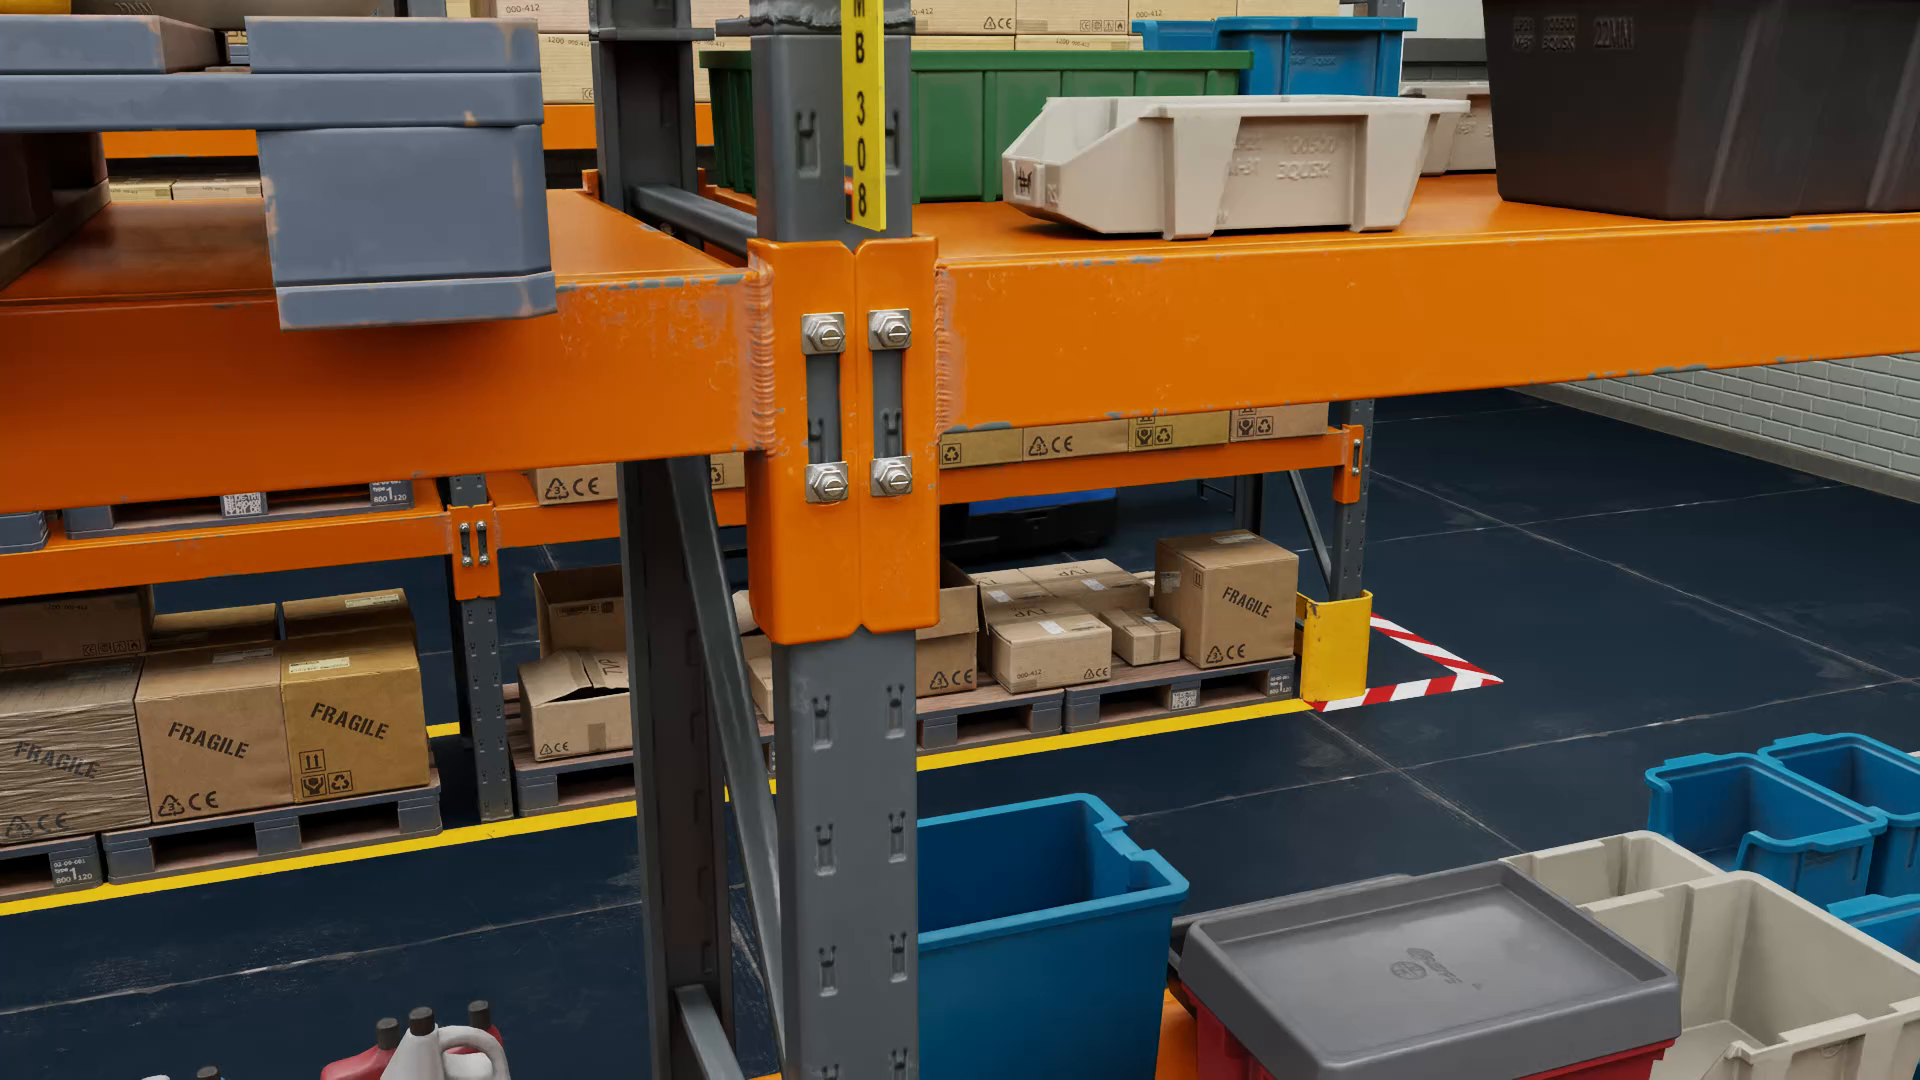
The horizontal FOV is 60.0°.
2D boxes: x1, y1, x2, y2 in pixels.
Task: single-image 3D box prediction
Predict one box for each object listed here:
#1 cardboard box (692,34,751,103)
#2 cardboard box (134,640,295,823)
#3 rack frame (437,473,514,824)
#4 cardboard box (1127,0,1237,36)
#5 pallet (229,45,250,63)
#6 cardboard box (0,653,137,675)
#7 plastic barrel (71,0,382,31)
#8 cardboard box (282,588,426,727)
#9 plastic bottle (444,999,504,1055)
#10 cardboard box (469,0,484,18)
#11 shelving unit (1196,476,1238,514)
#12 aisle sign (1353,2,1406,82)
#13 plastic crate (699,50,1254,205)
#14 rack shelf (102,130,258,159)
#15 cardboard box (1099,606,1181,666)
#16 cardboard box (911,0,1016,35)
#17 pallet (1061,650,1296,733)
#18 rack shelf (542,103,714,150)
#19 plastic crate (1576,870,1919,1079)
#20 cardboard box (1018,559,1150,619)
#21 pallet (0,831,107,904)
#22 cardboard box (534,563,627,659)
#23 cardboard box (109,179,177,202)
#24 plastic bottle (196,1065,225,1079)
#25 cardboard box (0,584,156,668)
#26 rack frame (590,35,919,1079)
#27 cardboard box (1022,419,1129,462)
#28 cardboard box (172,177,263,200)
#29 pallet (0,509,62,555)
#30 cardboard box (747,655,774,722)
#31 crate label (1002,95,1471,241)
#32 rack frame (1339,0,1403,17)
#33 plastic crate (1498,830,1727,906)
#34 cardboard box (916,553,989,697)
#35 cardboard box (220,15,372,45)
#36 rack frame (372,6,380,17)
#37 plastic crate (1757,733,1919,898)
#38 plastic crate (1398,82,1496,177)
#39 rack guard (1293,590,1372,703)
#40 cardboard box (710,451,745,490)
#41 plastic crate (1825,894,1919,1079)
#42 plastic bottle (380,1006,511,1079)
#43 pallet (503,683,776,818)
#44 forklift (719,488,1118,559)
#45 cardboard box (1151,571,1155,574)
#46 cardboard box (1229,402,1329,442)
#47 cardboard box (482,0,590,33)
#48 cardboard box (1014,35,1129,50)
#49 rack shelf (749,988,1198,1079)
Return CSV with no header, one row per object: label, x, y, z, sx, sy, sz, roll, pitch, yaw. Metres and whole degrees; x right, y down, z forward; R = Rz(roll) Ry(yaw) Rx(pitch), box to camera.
cardboard box,-1.035,-1.832,6.455,0.500,0.250,0.500,-6,17,-20
cardboard box,-2.869,0.730,6.445,0.500,0.500,0.500,-6,17,-20
rack frame,-2.046,-0.431,6.743,0.127,3.000,1.000,-6,17,-20
cardboard box,0.834,-2.272,7.068,0.500,0.250,0.500,-6,17,-20
pallet,-2.680,-1.733,6.186,1.003,0.211,1.213,-6,17,-20
cardboard box,-3.548,0.647,6.728,0.500,0.500,0.500,-6,17,-19
plastic barrel,-0.858,-0.846,1.847,0.433,0.535,0.433,0,16,0
cardboard box,-2.585,0.542,7.086,0.500,0.500,0.500,-7,18,-23
plastic bottle,-0.772,0.853,2.577,0.133,0.283,0.061,-6,17,-20
cardboard box,-1.689,-2.159,6.681,0.500,0.250,0.500,-6,17,-20
shelving unit,1.307,-0.897,10.991,1.048,1.500,0.538,-7,18,-24
aisle sign,1.863,-2.008,7.499,0.004,0.787,0.394,-6,17,-20
plastic crate,0.011,-0.587,2.327,0.662,0.188,0.450,-6,17,-20
rack shelf,-3.913,-1.324,5.735,4.000,0.370,1.077,-6,17,-20
cardboard box,0.859,0.451,7.988,0.250,0.166,0.380,-6,17,-20
cardboard box,-0.099,-2.171,6.722,0.500,0.250,0.500,-6,17,-20
pallet,0.874,0.592,8.209,1.213,0.211,1.003,-6,17,-20
rack shelf,-0.178,-1.727,7.109,4.000,0.370,1.077,-6,17,-20
plastic crate,1.215,0.795,2.671,0.530,0.282,0.437,-6,17,-20
cardboard box,0.613,0.304,8.338,0.500,0.250,0.500,-6,17,-20
pallet,-3.933,1.123,6.400,1.213,0.211,1.003,-6,17,-20
cardboard box,-1.615,0.425,7.483,0.500,0.500,0.500,-6,17,-20
cardboard box,-5.124,-2.080,10.284,0.500,0.250,0.500,-6,17,-19
plastic bottle,-1.089,0.899,2.443,0.097,0.271,0.097,0,16,0
cardboard box,-3.519,0.283,6.637,0.500,0.250,0.500,-6,17,-20
rack frame,-0.277,0.872,2.304,0.127,3.000,1.000,-6,17,-20
cardboard box,0.417,-0.664,7.357,0.500,0.500,0.500,-6,17,-20
cardboard box,-4.647,-2.131,10.459,0.500,0.250,0.500,-6,17,-19
pallet,-3.967,-0.133,6.069,1.213,0.211,1.003,-6,17,-20
cardboard box,-0.772,0.642,7.337,0.250,0.166,0.380,-6,17,-20
crate label,0.283,-0.414,1.828,0.466,0.136,0.293,-6,17,-20
rack frame,1.689,-3.713,7.271,0.127,3.000,1.000,-6,17,-20
plastic crate,1.242,0.715,3.200,0.466,0.136,0.293,-6,17,-20
cardboard box,-0.293,0.365,7.683,0.637,0.503,0.797,-6,17,-20
cardboard box,-2.543,-2.137,6.126,0.600,0.600,0.600,-8,18,-25
rack frame,-3.822,-4.613,10.335,0.127,3.000,1.000,-6,17,-20
plastic crate,1.880,0.592,3.451,0.300,0.233,0.416,-6,17,-20
plastic crate,0.775,-0.669,2.696,0.466,0.136,0.293,-6,17,-20
rack guard,1.618,0.372,8.443,0.348,0.500,1.175,-6,17,-20
cardboard box,-0.995,-0.511,6.839,0.500,0.500,0.500,-6,17,-19
plastic crate,1.632,0.795,2.758,0.300,0.233,0.416,-6,17,-20
plastic bottle,-0.759,0.850,2.467,0.185,0.351,0.144,-6,17,-20
pallet,-1.404,0.838,7.371,1.213,0.211,1.003,-6,17,-20
forklift,-0.569,-1.333,9.937,3.031,2.935,1.130,-7,18,-23
cardboard box,1.175,0.274,8.620,0.250,0.149,0.380,-6,17,-20
cardboard box,1.368,-0.766,7.705,0.500,0.500,0.500,-6,17,-18
cardboard box,-1.503,-2.022,6.216,0.500,0.250,0.500,-6,17,-20
cardboard box,0.371,-1.979,6.957,0.500,0.250,0.500,-6,17,-20
rack shelf,1.591,1.016,3.092,4.000,0.370,1.077,-6,17,-20
